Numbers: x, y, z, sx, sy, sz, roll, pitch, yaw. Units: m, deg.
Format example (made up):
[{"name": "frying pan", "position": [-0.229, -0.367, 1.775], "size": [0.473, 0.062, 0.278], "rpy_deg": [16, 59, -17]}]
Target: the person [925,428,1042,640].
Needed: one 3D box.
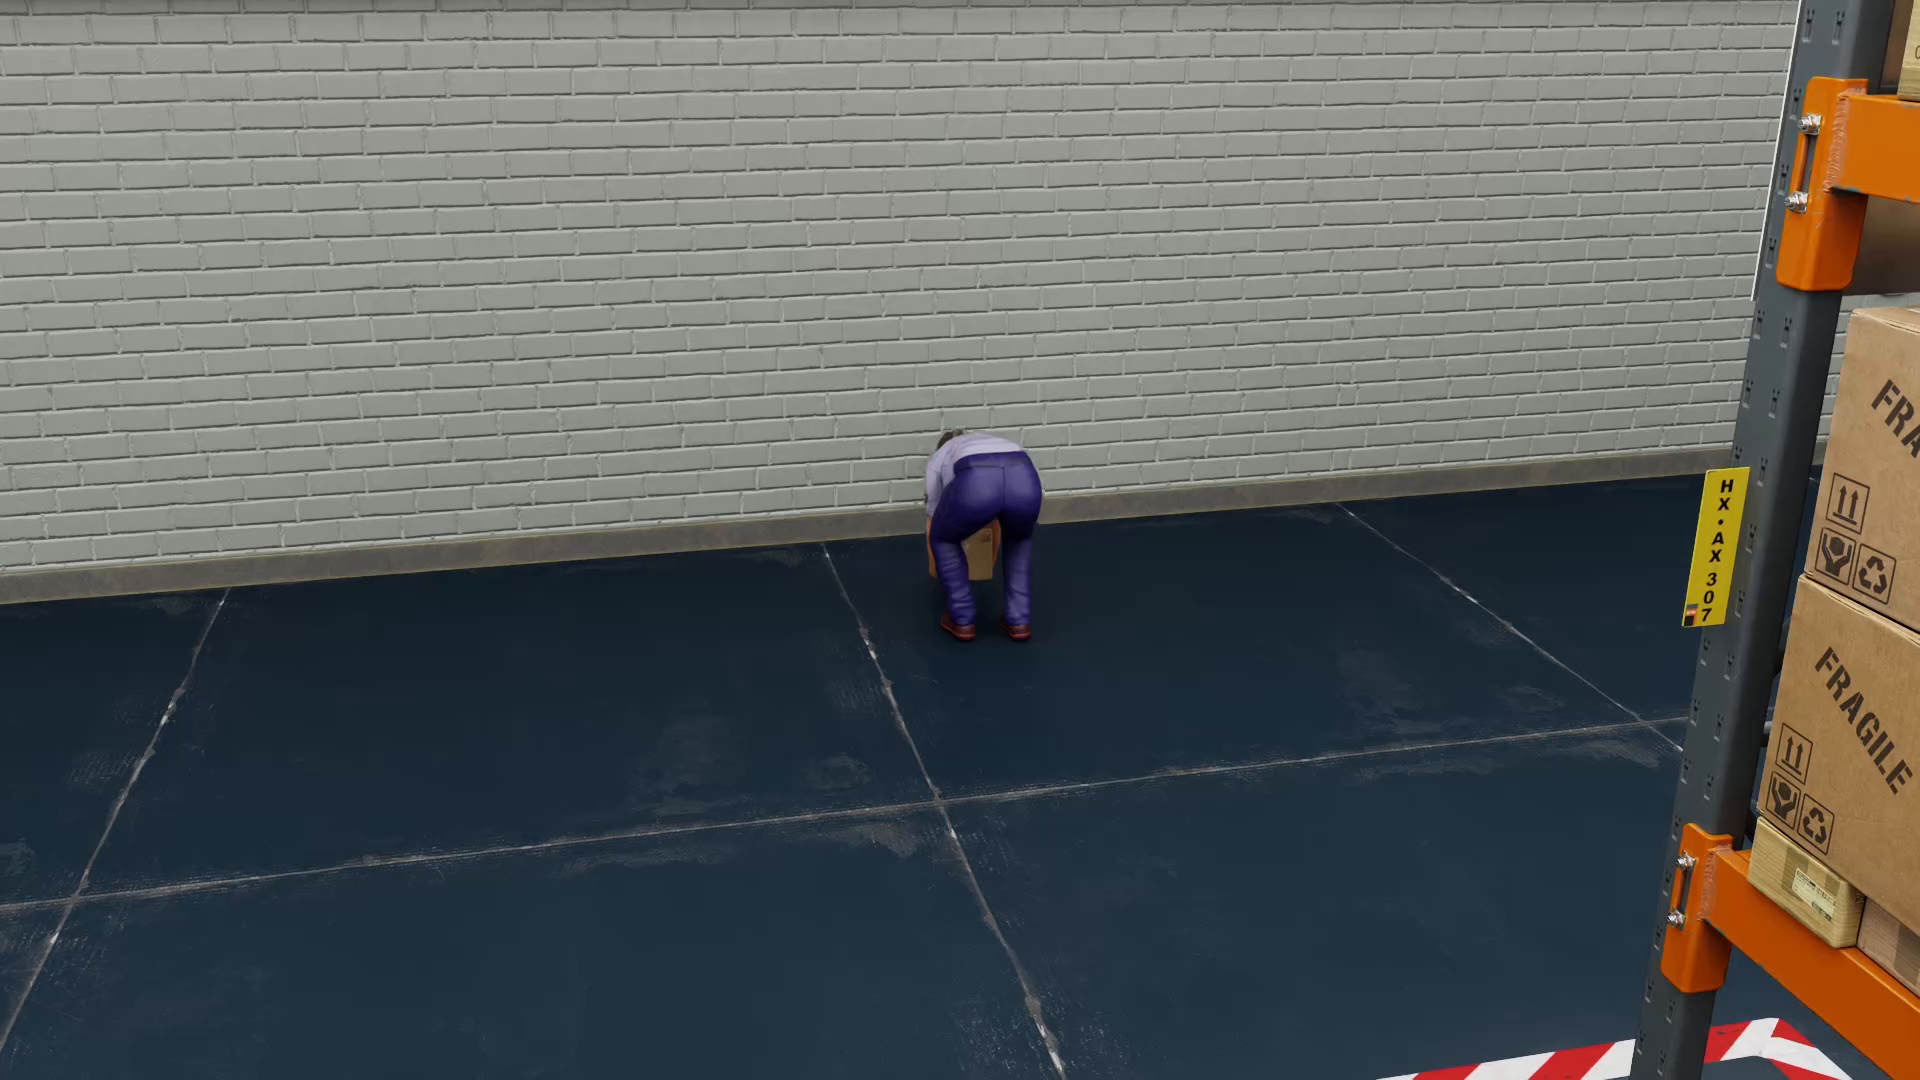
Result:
[{"name": "person", "position": [0.082, -0.060, 7.805], "size": [0.491, 0.945, 0.907], "rpy_deg": [-6, 20, -15]}]
